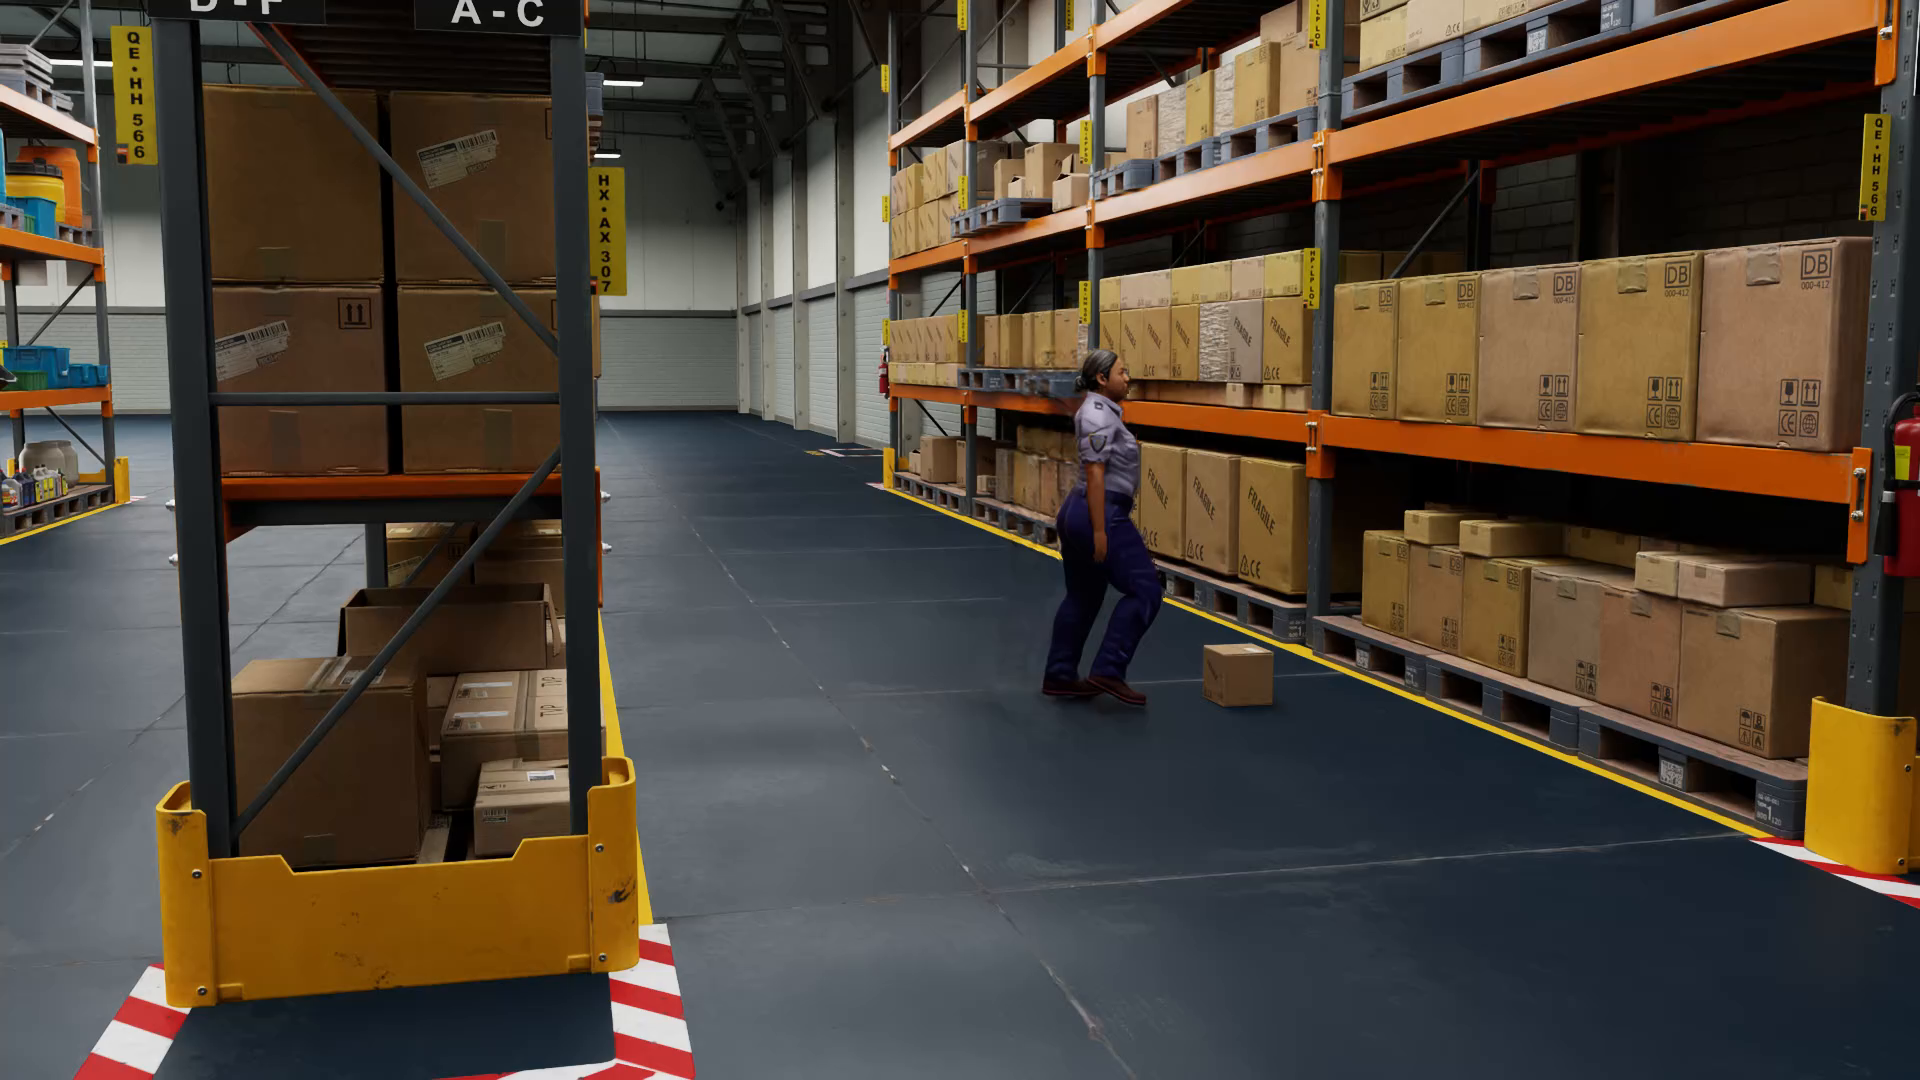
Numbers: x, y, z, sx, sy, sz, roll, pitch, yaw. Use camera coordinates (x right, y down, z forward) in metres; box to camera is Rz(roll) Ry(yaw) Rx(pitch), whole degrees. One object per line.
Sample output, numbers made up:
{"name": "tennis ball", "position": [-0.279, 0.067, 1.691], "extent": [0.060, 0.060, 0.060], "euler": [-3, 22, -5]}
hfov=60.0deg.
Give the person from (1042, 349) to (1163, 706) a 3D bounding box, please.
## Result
{"name": "person", "position": [0.651, -0.065, 7.697], "extent": [0.515, 1.631, 0.491], "euler": [0, 6, -4]}
